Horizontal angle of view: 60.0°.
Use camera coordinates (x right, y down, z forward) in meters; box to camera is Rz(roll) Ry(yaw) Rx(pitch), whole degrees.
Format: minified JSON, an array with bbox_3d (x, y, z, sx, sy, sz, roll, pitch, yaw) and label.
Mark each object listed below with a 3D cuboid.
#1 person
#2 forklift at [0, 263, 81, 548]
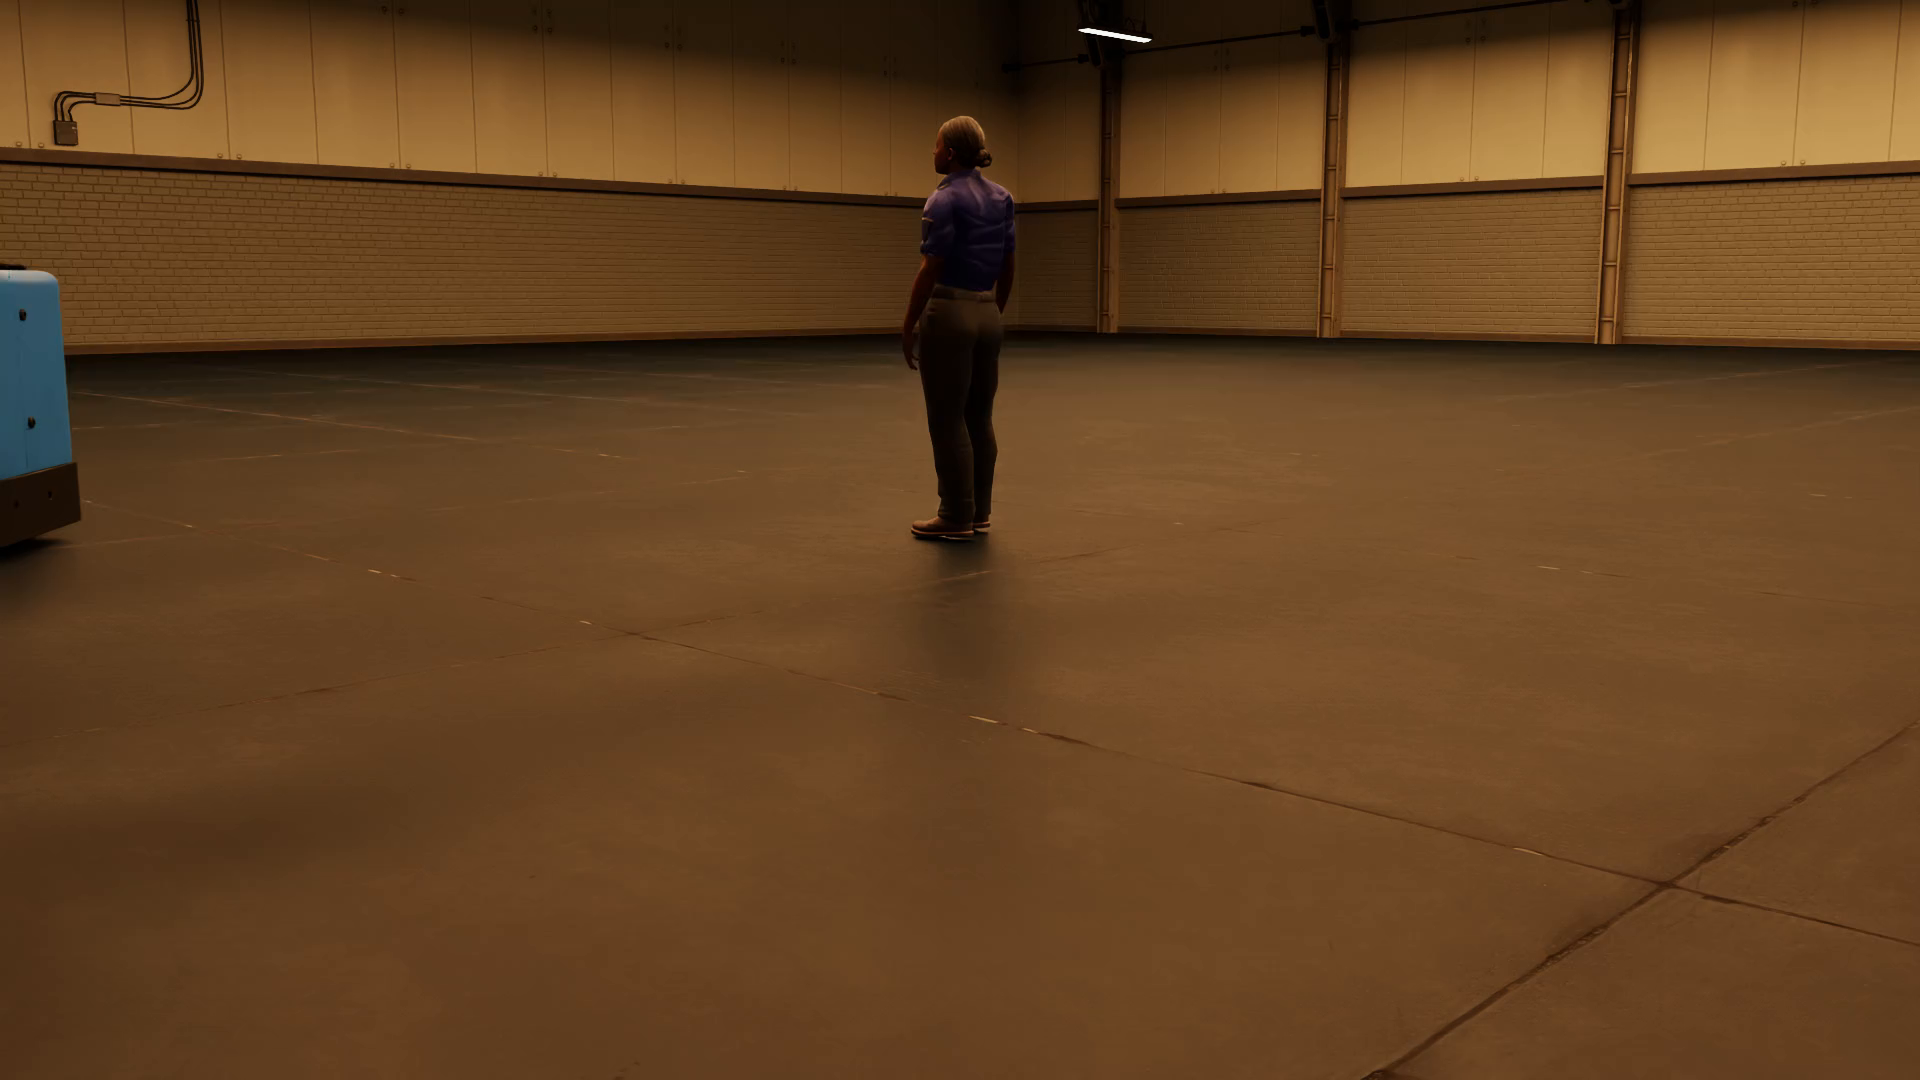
[{"bbox_3d":[-0.050,-0.836,6.667,0.503,1.656,0.570,8,12,43],"label":"person"},{"bbox_3d":[-5.019,-1.364,5.934,3.031,2.935,1.130,-1,9,-7],"label":"forklift"}]
